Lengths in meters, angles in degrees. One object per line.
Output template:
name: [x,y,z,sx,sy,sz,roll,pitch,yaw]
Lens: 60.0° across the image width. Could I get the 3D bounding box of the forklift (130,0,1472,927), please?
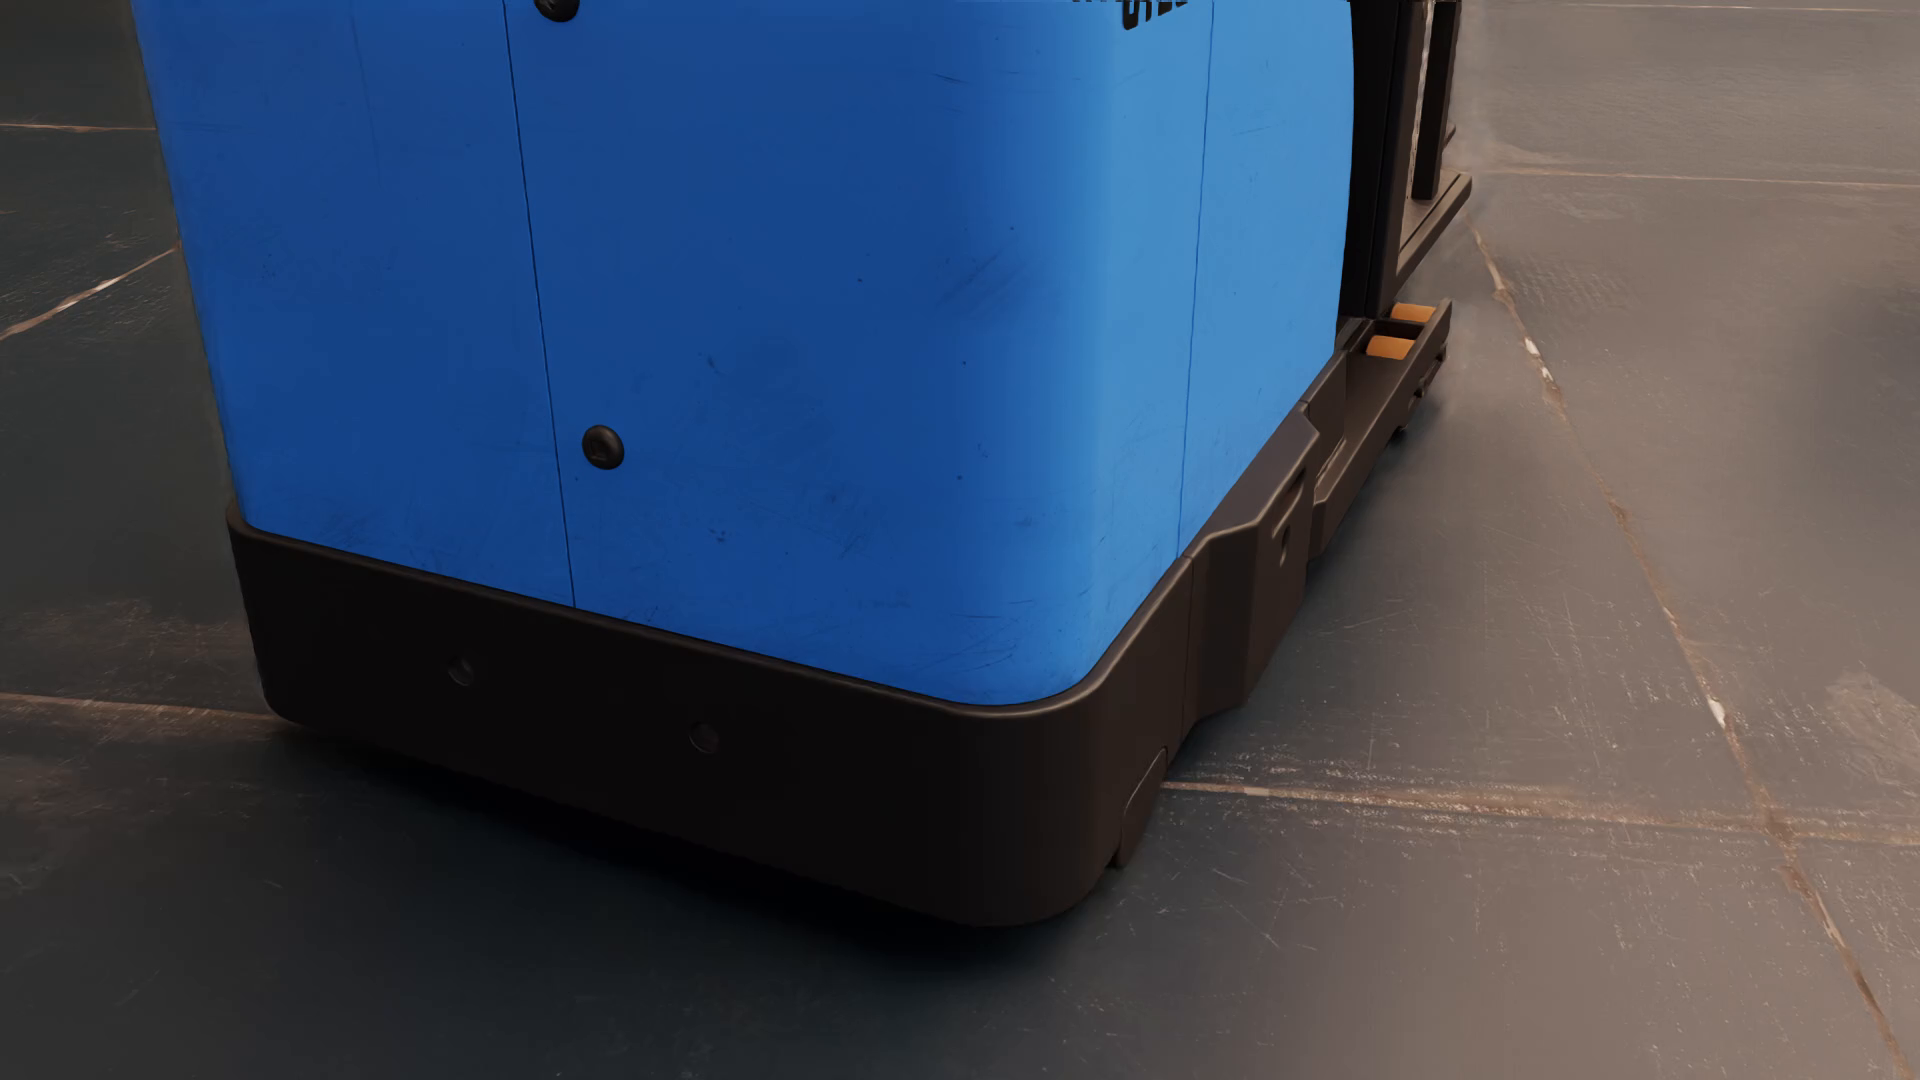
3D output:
forklift: [0.248,-1.571,2.367,1.130,2.935,3.031,12,29,22]
